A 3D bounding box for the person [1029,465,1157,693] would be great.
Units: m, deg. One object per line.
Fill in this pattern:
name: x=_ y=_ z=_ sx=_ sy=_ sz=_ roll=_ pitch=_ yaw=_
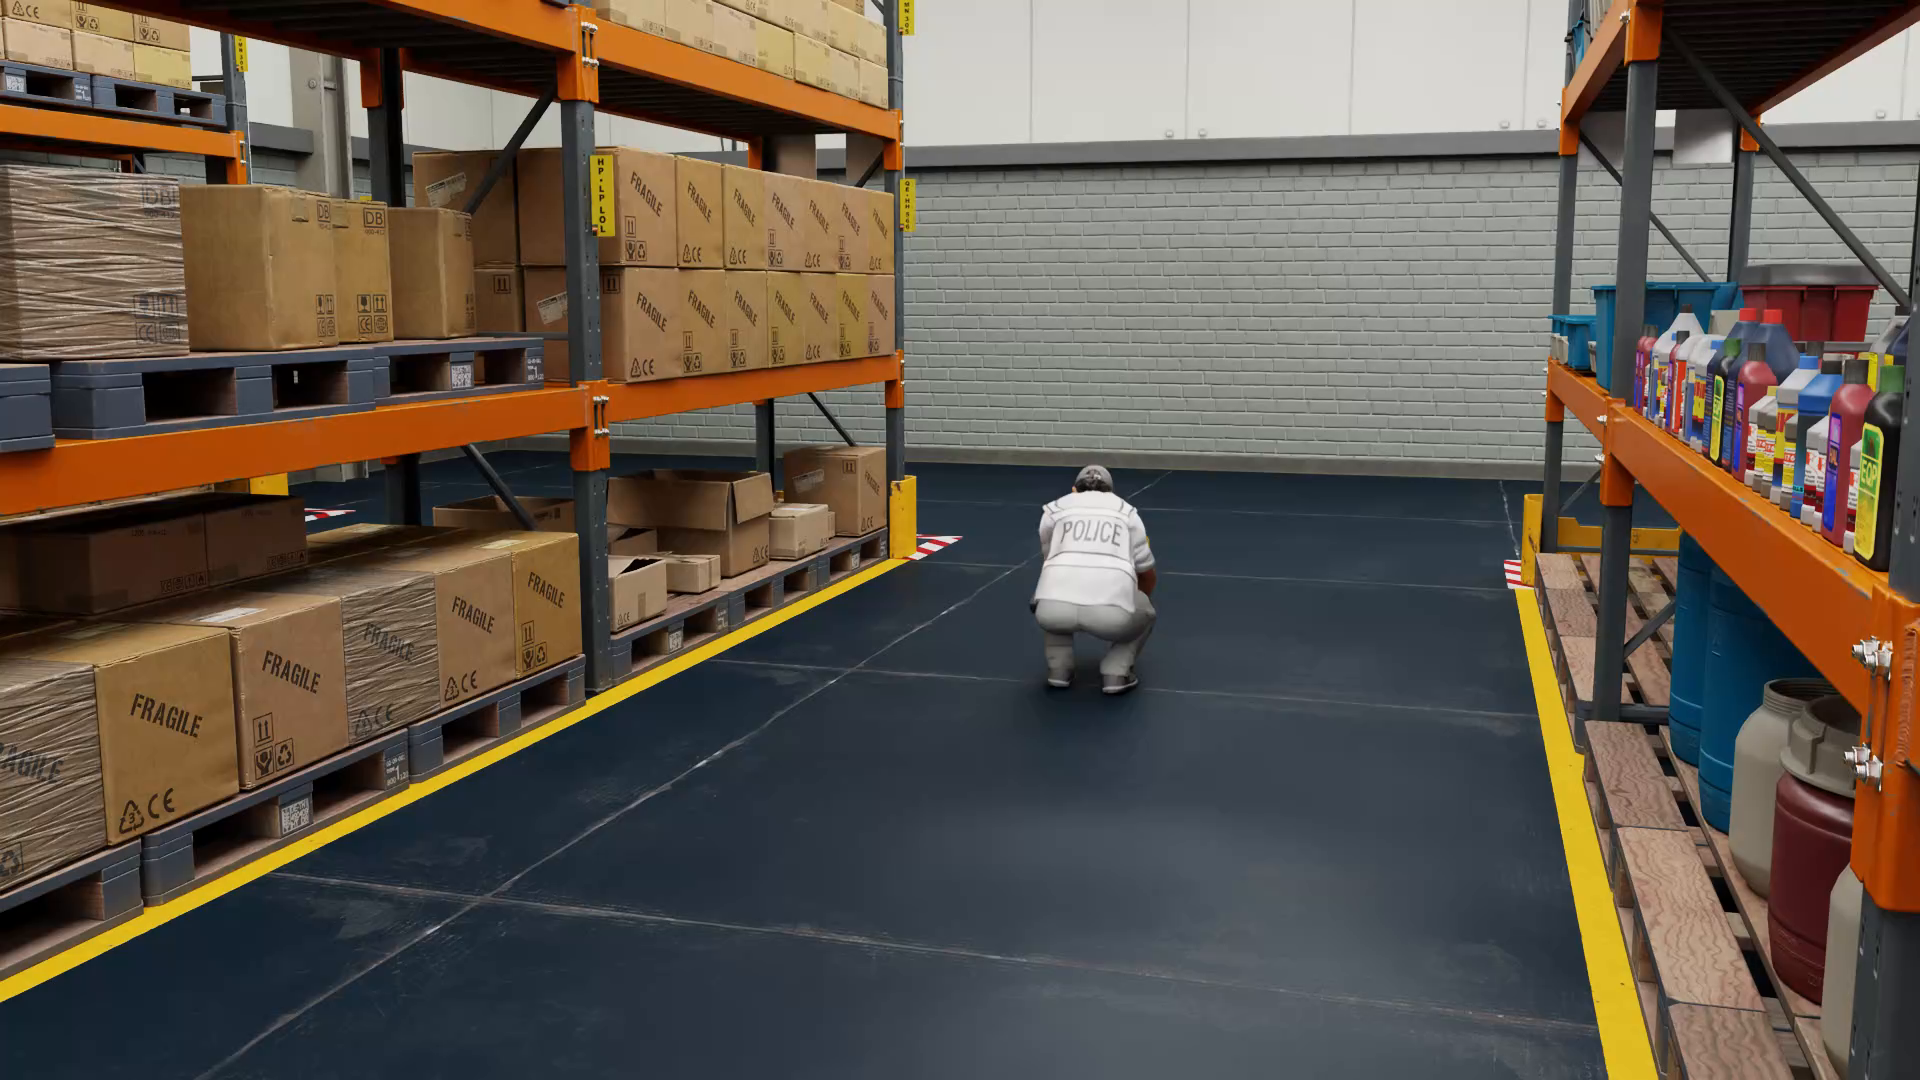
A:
person: x=0.584 y=0.165 z=7.254 sx=0.516 sy=0.937 sz=0.846 roll=2 pitch=9 yaw=16
